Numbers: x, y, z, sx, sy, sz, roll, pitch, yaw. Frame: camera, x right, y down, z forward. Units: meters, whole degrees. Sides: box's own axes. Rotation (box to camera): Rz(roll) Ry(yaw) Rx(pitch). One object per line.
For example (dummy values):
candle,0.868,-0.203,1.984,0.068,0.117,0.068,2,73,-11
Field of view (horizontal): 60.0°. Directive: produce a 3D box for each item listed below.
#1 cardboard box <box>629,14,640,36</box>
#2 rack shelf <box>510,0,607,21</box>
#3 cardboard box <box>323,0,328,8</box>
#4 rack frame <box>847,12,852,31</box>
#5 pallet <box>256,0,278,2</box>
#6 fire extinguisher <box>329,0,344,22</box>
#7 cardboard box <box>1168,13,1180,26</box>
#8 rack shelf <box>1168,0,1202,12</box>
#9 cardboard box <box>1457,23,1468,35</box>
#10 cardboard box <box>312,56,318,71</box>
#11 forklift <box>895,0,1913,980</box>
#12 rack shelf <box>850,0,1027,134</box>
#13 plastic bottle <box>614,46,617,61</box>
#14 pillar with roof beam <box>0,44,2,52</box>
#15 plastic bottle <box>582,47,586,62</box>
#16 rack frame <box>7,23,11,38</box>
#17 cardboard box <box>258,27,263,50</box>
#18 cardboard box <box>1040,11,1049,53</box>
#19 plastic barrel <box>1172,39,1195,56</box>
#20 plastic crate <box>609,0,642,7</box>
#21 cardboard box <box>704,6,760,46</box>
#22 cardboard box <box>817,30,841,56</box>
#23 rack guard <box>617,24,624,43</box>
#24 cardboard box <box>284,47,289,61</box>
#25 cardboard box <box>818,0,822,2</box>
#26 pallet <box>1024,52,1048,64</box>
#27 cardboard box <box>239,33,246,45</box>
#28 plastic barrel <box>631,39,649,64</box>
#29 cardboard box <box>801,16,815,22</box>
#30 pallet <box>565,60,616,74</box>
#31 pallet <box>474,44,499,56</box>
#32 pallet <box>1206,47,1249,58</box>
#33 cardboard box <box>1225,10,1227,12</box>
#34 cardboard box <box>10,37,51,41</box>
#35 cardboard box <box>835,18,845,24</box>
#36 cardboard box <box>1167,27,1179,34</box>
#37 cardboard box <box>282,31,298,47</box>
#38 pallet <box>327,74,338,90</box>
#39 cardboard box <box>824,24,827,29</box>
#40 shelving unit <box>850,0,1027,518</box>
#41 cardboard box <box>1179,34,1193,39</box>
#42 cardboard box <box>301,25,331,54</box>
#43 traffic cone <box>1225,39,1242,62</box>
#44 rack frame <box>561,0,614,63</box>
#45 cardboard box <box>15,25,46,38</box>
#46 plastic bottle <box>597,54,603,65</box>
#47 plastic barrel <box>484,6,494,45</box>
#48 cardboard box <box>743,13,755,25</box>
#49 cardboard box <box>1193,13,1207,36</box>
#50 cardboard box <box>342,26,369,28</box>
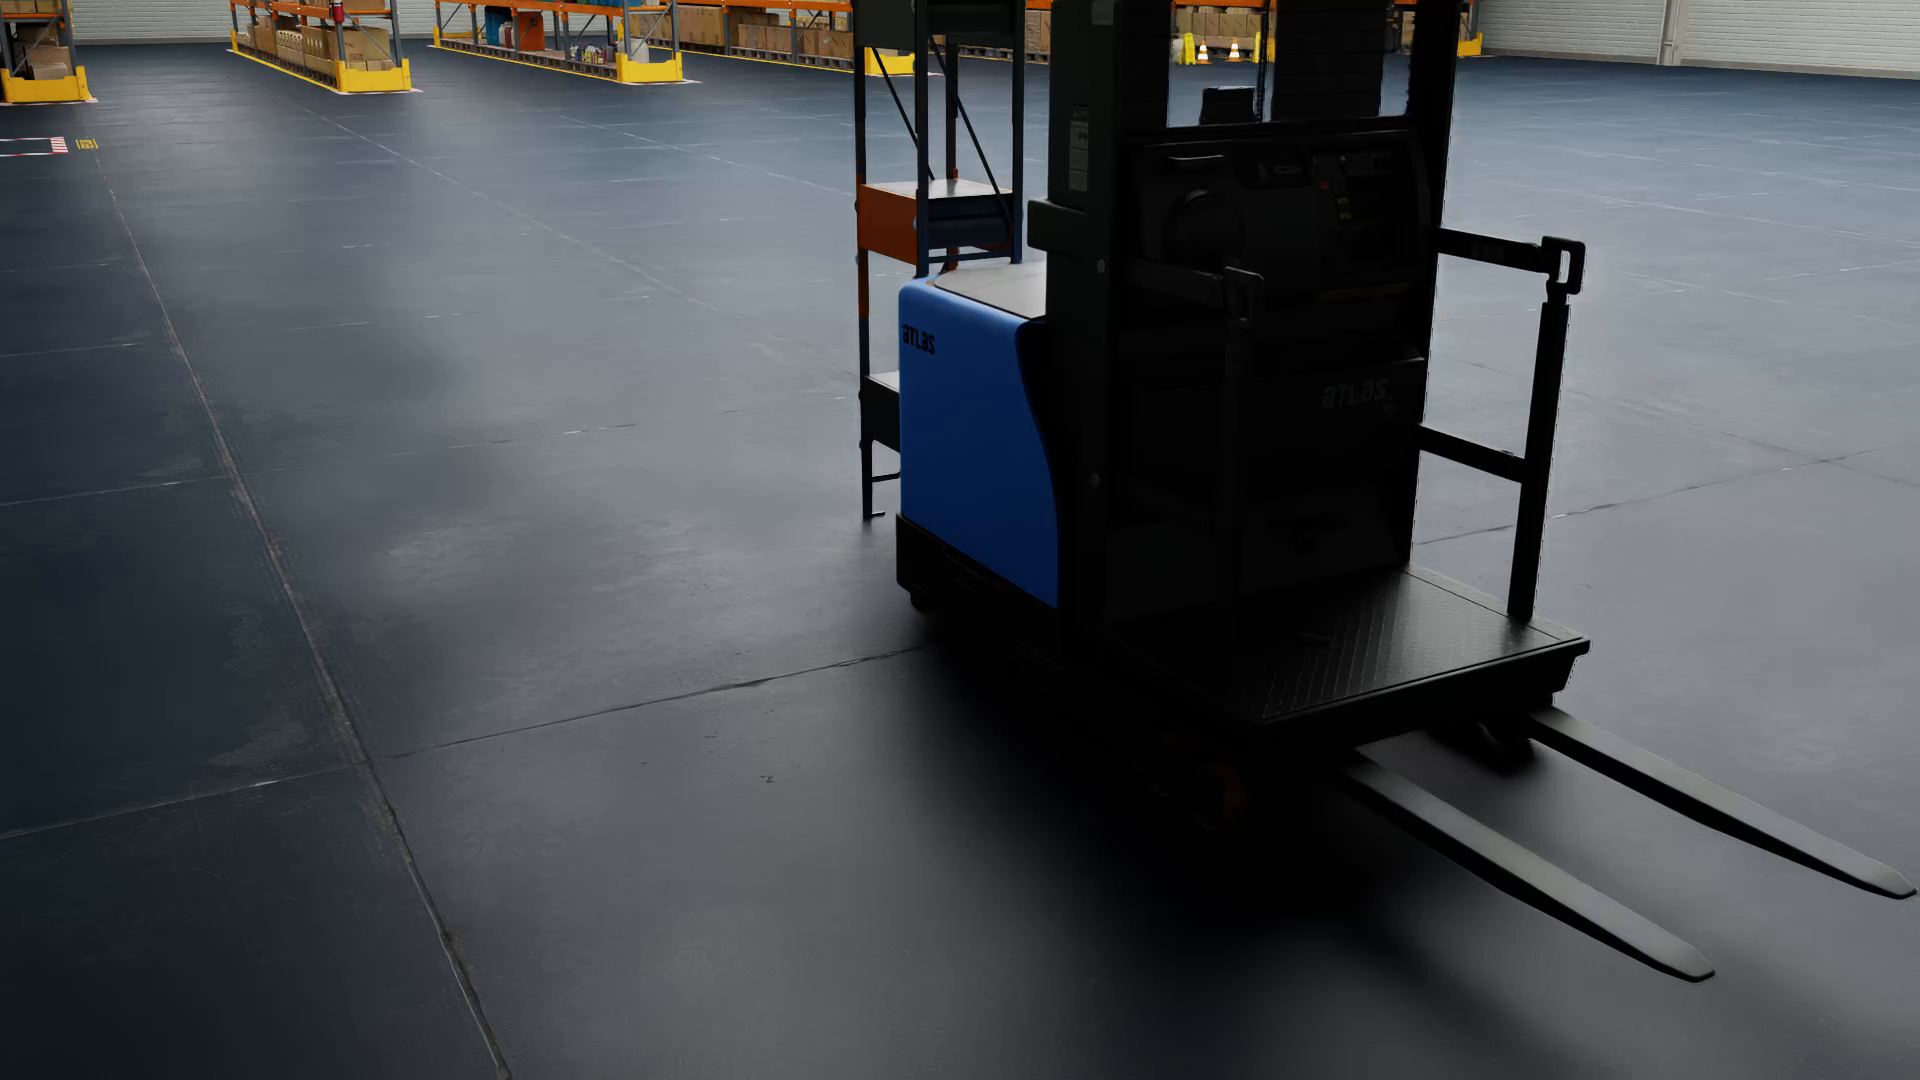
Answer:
cardboard box,-8.495,-14.245,45.429,0.875,0.875,0.875,-10,21,-27
rack shelf,-8.480,-11.244,35.222,1.077,0.370,4.000,-10,21,-27
cardboard box,-10.939,-9.723,29.558,0.700,0.500,0.500,-9,21,-25
rack frame,-2.557,-14.813,44.462,1.000,3.000,0.127,-10,21,-27
pallet,-14.174,-11.486,35.112,1.213,0.211,1.003,-10,21,-27
fire extinguisher,-10.344,-8.954,27.599,0.296,0.674,0.183,-10,21,-27
cardboard box,6.411,-15.071,48.397,0.500,0.500,0.500,-10,22,-27
rack shelf,4.601,-13.547,41.894,1.077,0.370,4.000,-10,21,-27
cardboard box,11.776,-12.236,39.799,0.500,0.250,0.500,-10,21,-26
cardboard box,-11.472,-8.674,30.242,0.500,0.250,0.500,-10,21,-27
forklift,0.930,-0.846,4.090,1.130,2.935,3.031,-10,21,-27
rack shelf,-0.079,-1.689,5.703,0.431,0.518,0.480,-10,21,-27
plastic bottle,-6.804,-9.623,32.910,0.061,0.283,0.133,-10,21,-27
pillar with roof beam,-20.202,-17.065,41.789,9.100,9.000,0.400,-10,21,-27
plastic bottle,-7.380,-9.530,32.642,0.061,0.283,0.133,-9,21,-24
rack frame,-20.048,-11.772,35.650,1.000,3.000,0.127,-10,21,-27
cardboard box,-15.411,-11.239,37.262,0.500,0.500,0.500,-10,21,-26
cardboard box,2.342,-10.999,36.023,0.875,0.875,0.875,-10,22,-28
plastic barrel,5.137,-11.305,38.244,0.512,0.421,0.421,4,19,11
plastic crate,-6.131,-9.889,30.420,0.499,0.251,0.616,-10,21,-27
cardboard box,-5.380,-12.321,39.854,1.225,0.875,0.875,-11,22,-29
cardboard box,-2.738,-10.510,35.180,0.500,0.500,0.500,-3,19,-9
rack guard,-8.881,-14.048,46.075,1.175,0.500,0.348,-10,21,-27
cardboard box,-13.308,-9.803,33.513,0.500,0.250,0.500,-11,22,-28
cardboard box,-2.718,-11.196,34.363,0.380,0.149,0.250,-10,21,-27
pallet,2.118,-10.618,36.578,1.003,0.211,1.213,-10,21,-27
cardboard box,-17.106,-12.110,40.169,0.500,0.250,0.500,-10,21,-27
plastic barrel,-6.010,-9.062,30.964,0.421,0.512,0.421,0,19,0
cardboard box,-4.263,-14.738,47.059,0.380,0.149,0.250,-10,21,-27
pallet,-7.248,-9.493,33.319,1.003,0.211,1.213,-10,21,-27
pallet,-10.999,-11.761,39.891,1.003,0.211,1.213,-10,21,-27
pallet,6.484,-11.456,39.009,1.003,0.211,1.213,-10,21,-27
cardboard box,7.560,-14.657,46.203,0.380,0.149,0.250,-11,22,-29
cardboard box,-17.618,-9.286,31.601,0.700,0.500,0.500,-10,21,-27
cardboard box,-3.236,-14.145,45.340,0.380,0.149,0.250,-10,22,-27
cardboard box,5.299,-12.419,40.908,0.950,0.372,0.625,-10,21,-26
cardboard box,-13.303,-10.064,33.411,0.500,0.311,0.500,-11,22,-28
pallet,-10.391,-7.991,28.965,1.003,0.211,1.213,-10,21,-27
cardboard box,-3.549,-14.233,46.052,0.380,0.149,0.250,-11,22,-29
shelving unit,-0.079,-1.040,5.927,0.431,2.100,0.503,-10,21,-27
cardboard box,5.593,-12.000,39.881,0.500,0.250,0.500,-11,22,-29
cardboard box,-11.946,-9.316,30.952,0.500,0.500,0.500,-10,21,-27
traffic cone,6.110,-10.889,36.978,0.336,0.463,0.334,-10,21,-27
rack frame,-7.530,-11.010,33.441,1.000,3.000,0.127,-10,21,-27
cardboard box,-17.075,-9.340,30.609,0.500,0.250,0.500,-11,22,-28
plastic bottle,-6.888,-9.207,31.829,0.097,0.201,0.097,0,19,0
plastic barrel,-11.085,-12.355,39.910,0.600,0.901,0.708,-10,21,-27
cardboard box,-4.726,-12.119,38.662,0.500,0.250,0.500,-9,21,-24
cardboard box,5.858,-12.203,39.319,0.500,0.500,0.500,-9,21,-24
cardboard box,-11.010,-9.110,30.355,0.500,0.500,0.500,-10,21,-27
